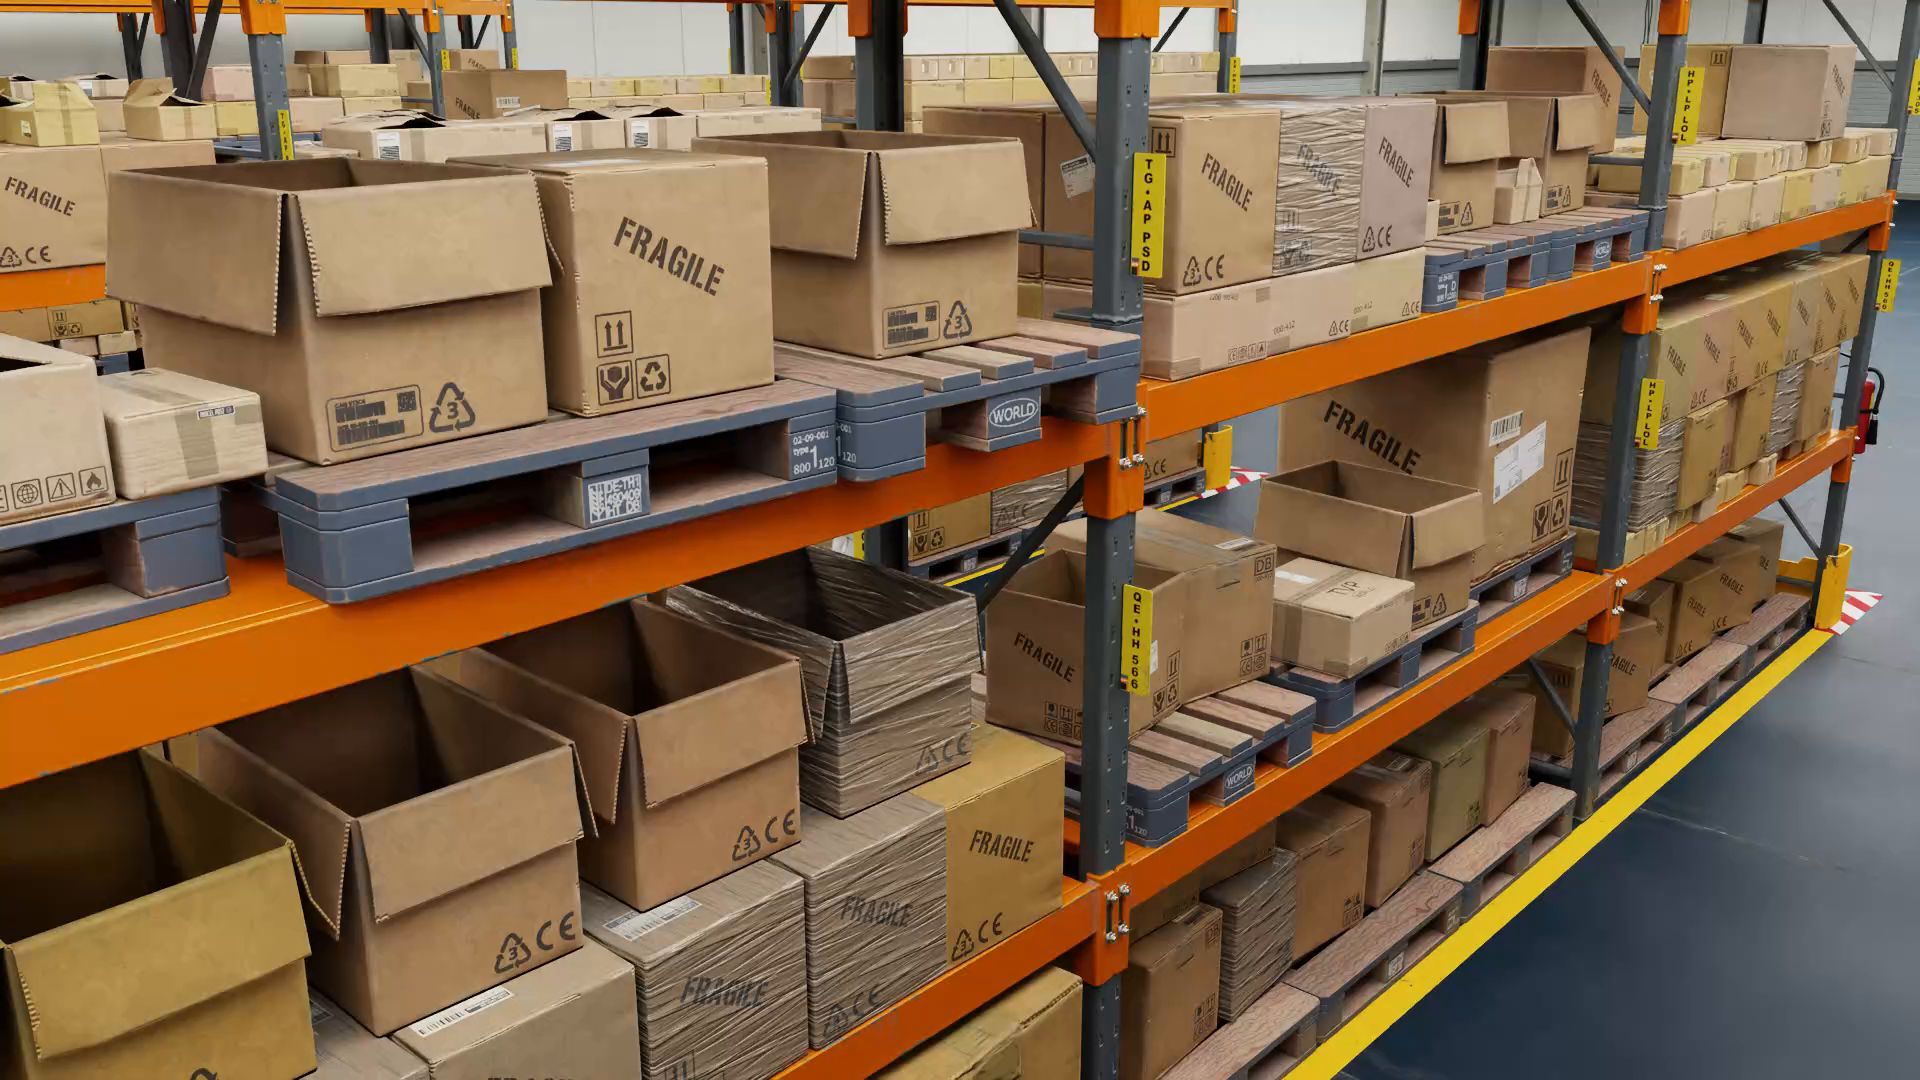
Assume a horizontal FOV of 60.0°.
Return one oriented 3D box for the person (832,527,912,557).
[{"bbox_3d":[-0.525,0.173,9.477,0.537,1.661,0.373,13,21,36],"label":"person"}]
